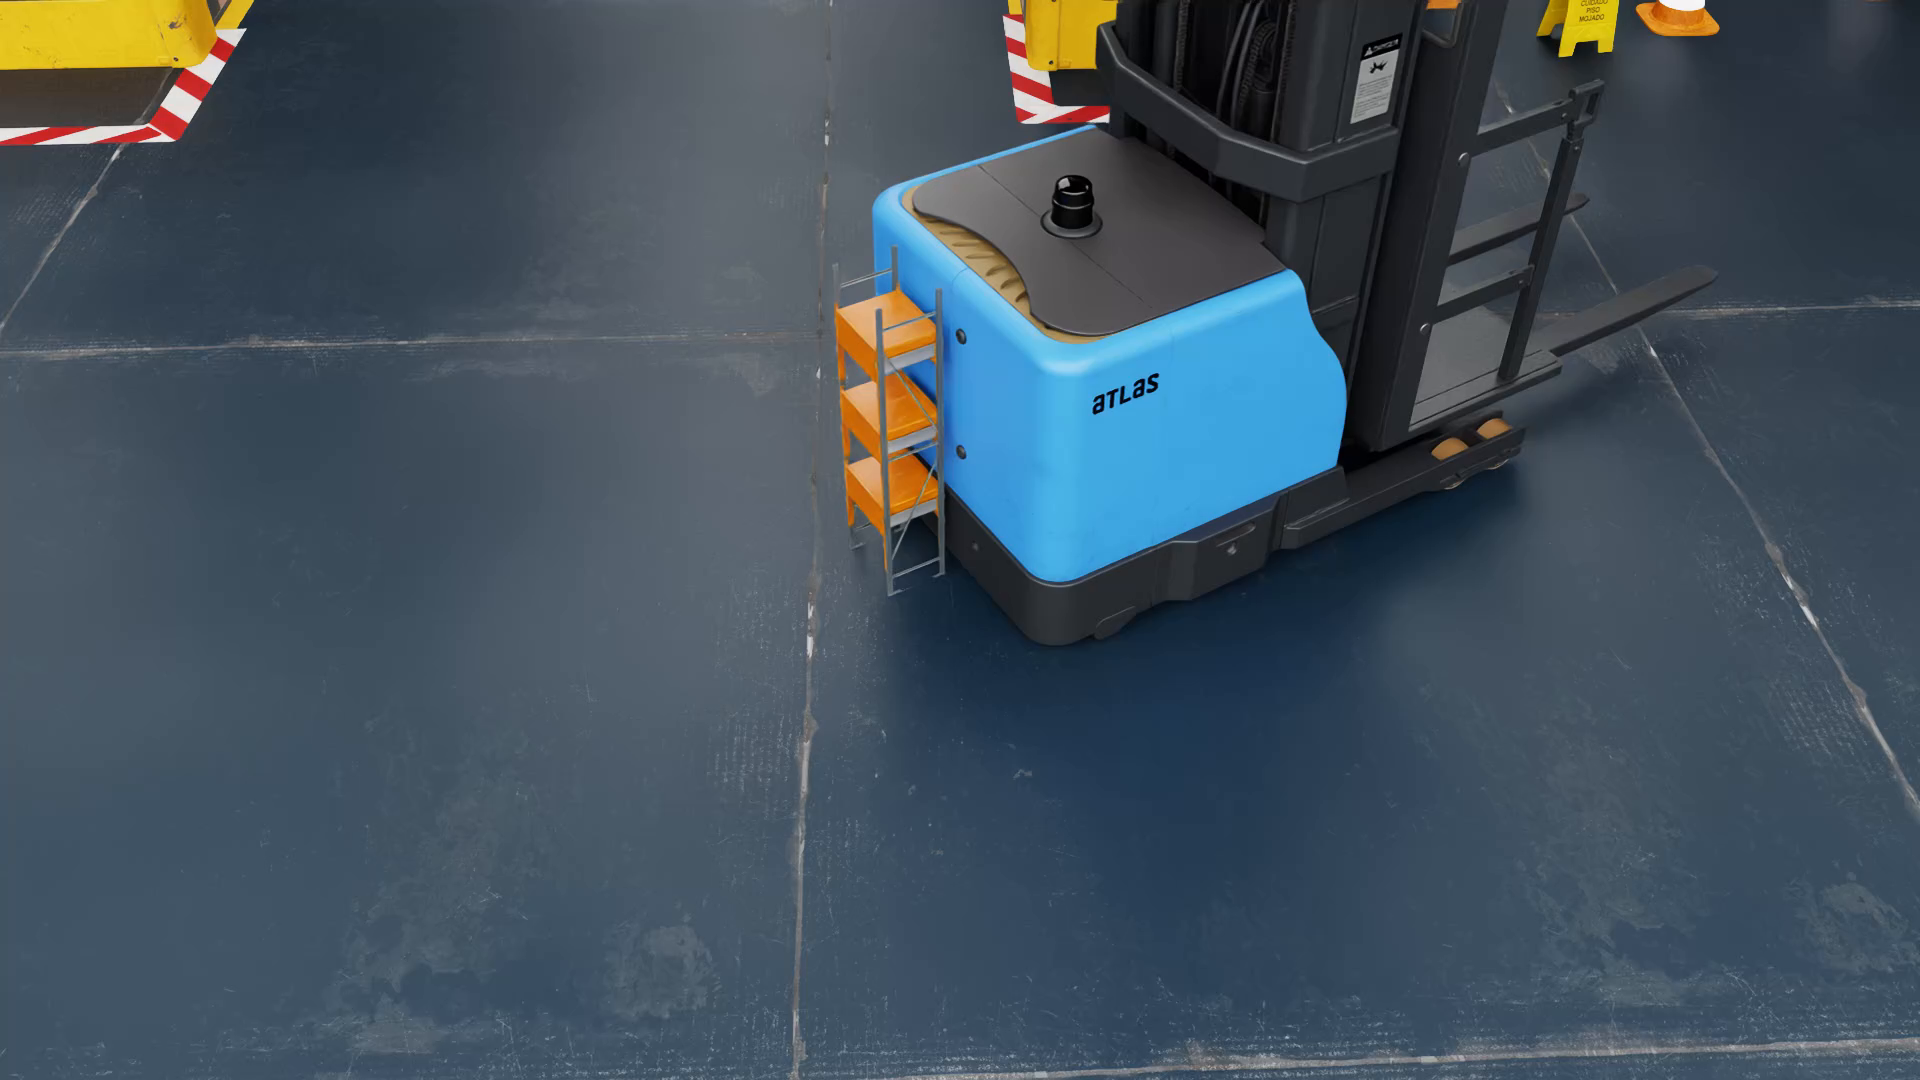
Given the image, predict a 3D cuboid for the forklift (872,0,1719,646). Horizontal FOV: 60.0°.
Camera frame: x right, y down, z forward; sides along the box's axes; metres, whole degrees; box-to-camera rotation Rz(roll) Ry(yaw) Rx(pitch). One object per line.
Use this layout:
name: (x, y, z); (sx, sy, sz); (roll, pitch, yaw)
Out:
forklift: (1.259, -1.530, 4.750); (3.031, 2.935, 1.130); (-22, 47, -23)

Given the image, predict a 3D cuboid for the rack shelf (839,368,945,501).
rack shelf: (-0.197, -0.313, 4.830); (0.215, 0.259, 0.240); (-22, 47, -22)

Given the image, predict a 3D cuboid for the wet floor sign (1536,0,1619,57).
wet floor sign: (2.872, -2.562, 7.567); (0.267, 0.644, 0.232); (-8, 43, -9)

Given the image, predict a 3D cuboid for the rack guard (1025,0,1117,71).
rack guard: (0.894, -2.455, 7.558); (1.175, 0.500, 0.348); (-2, 43, -2)

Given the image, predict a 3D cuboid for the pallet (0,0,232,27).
pallet: (-4.069, -2.891, 8.248); (1.003, 0.211, 1.213); (-2, 43, -2)

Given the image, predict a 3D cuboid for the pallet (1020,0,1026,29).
pallet: (0.781, -2.902, 8.260); (1.003, 0.211, 1.213); (-2, 43, -2)

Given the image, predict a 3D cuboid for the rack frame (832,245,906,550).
rack frame: (-0.259, -0.391, 4.900); (0.200, 1.050, 0.008); (-22, 47, -22)

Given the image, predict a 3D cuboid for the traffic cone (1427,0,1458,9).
traffic cone: (2.289, -2.857, 8.024); (0.336, 0.463, 0.334); (-2, 43, -2)

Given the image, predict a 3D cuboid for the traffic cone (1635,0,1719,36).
traffic cone: (3.432, -2.660, 7.809); (0.336, 0.463, 0.334); (-2, 43, -2)

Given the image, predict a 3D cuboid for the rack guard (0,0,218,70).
rack guard: (-4.070, -2.448, 7.551); (1.175, 0.500, 0.348); (-2, 43, -2)

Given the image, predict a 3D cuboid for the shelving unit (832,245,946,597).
shelving unit: (-0.197, -0.320, 4.822); (0.215, 1.050, 0.252); (-22, 47, -22)

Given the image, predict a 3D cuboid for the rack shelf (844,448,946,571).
rack shelf: (-0.196, -0.108, 5.018); (0.215, 0.259, 0.240); (-22, 47, -22)

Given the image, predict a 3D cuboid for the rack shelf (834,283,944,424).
rack shelf: (-0.197, -0.522, 4.638); (0.215, 0.259, 0.240); (-22, 47, -22)

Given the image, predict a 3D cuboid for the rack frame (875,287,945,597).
rack frame: (-0.134, -0.250, 4.745); (0.200, 1.050, 0.008); (-22, 47, -22)
